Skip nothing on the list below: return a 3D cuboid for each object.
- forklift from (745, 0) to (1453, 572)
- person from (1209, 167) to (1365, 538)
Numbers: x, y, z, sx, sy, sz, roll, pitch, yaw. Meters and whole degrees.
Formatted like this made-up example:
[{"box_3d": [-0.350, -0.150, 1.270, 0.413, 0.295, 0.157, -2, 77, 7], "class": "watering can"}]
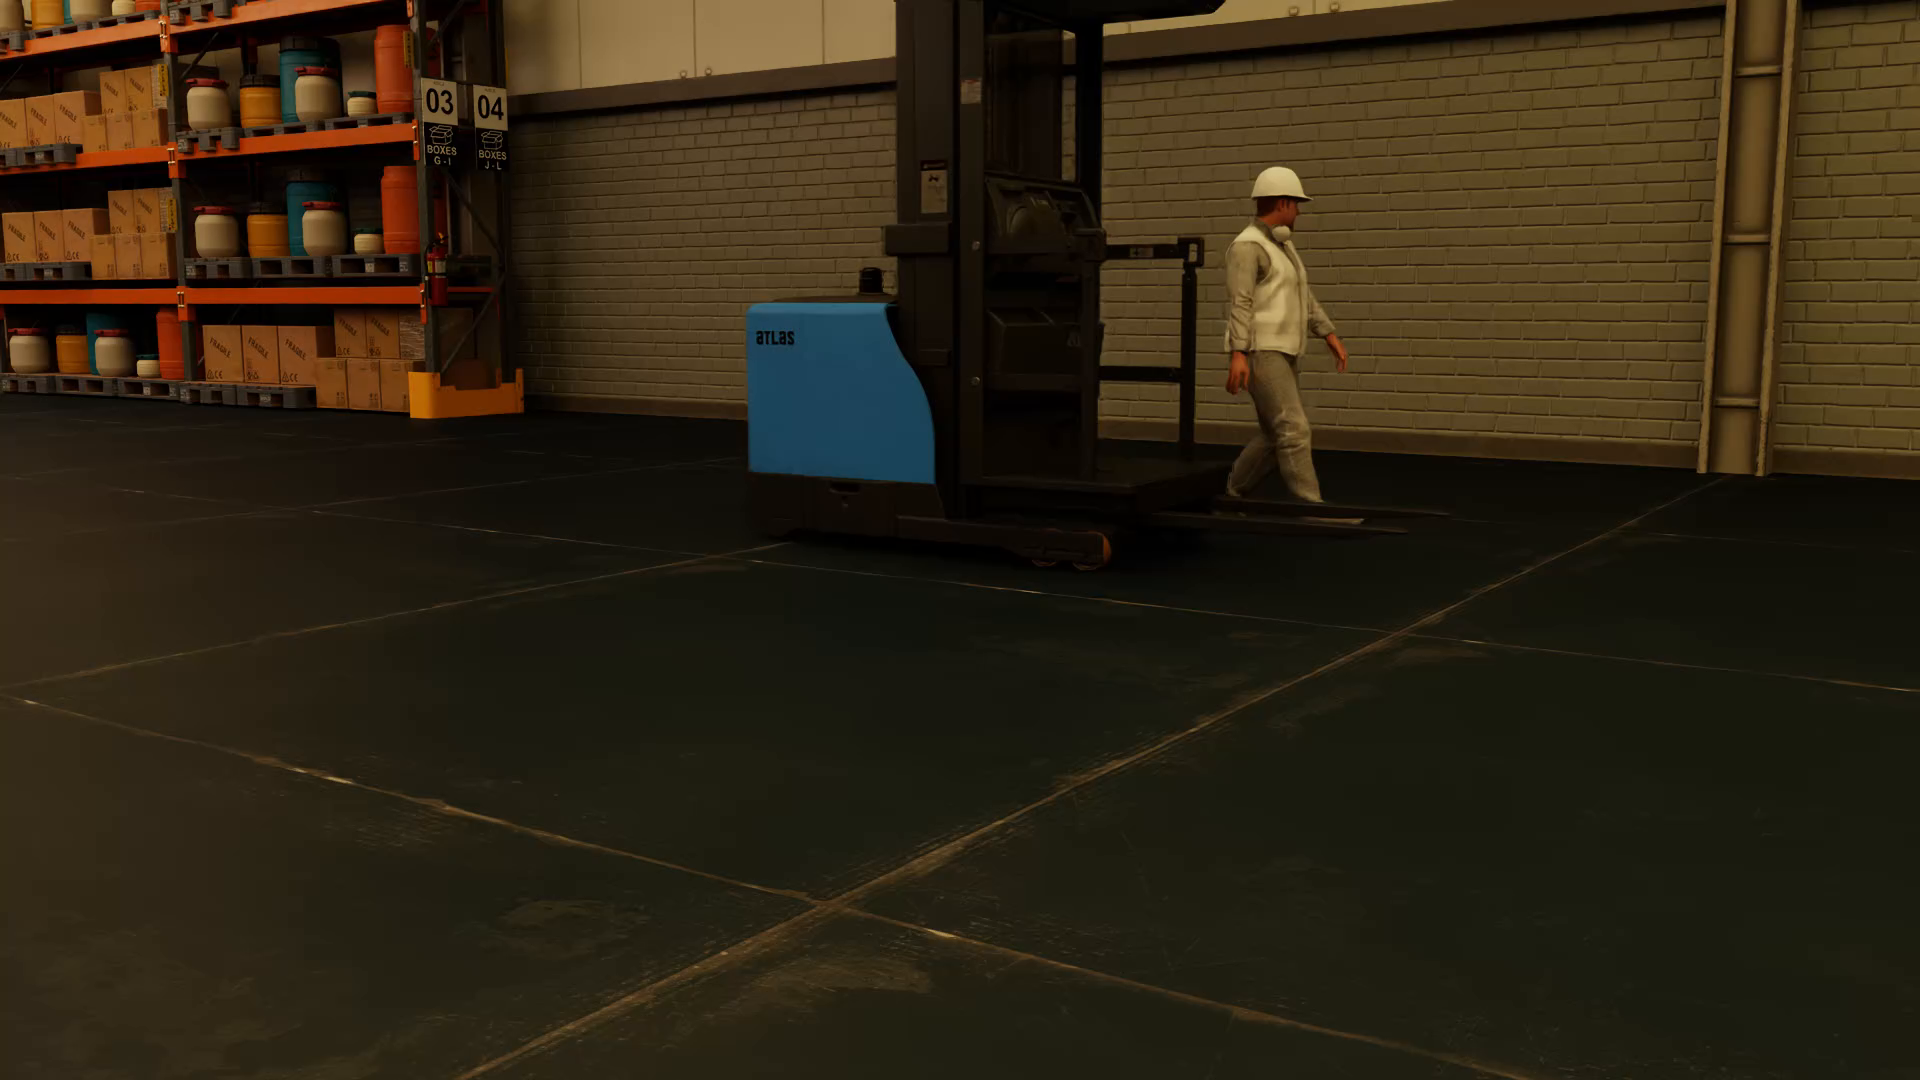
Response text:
[{"box_3d": [0.542, -1.408, 7.095, 3.031, 2.935, 1.130, 5, 9, 31], "class": "forklift"}, {"box_3d": [1.539, -0.852, 7.822, 0.880, 1.782, 0.729, 5, 9, 30], "class": "person"}]
